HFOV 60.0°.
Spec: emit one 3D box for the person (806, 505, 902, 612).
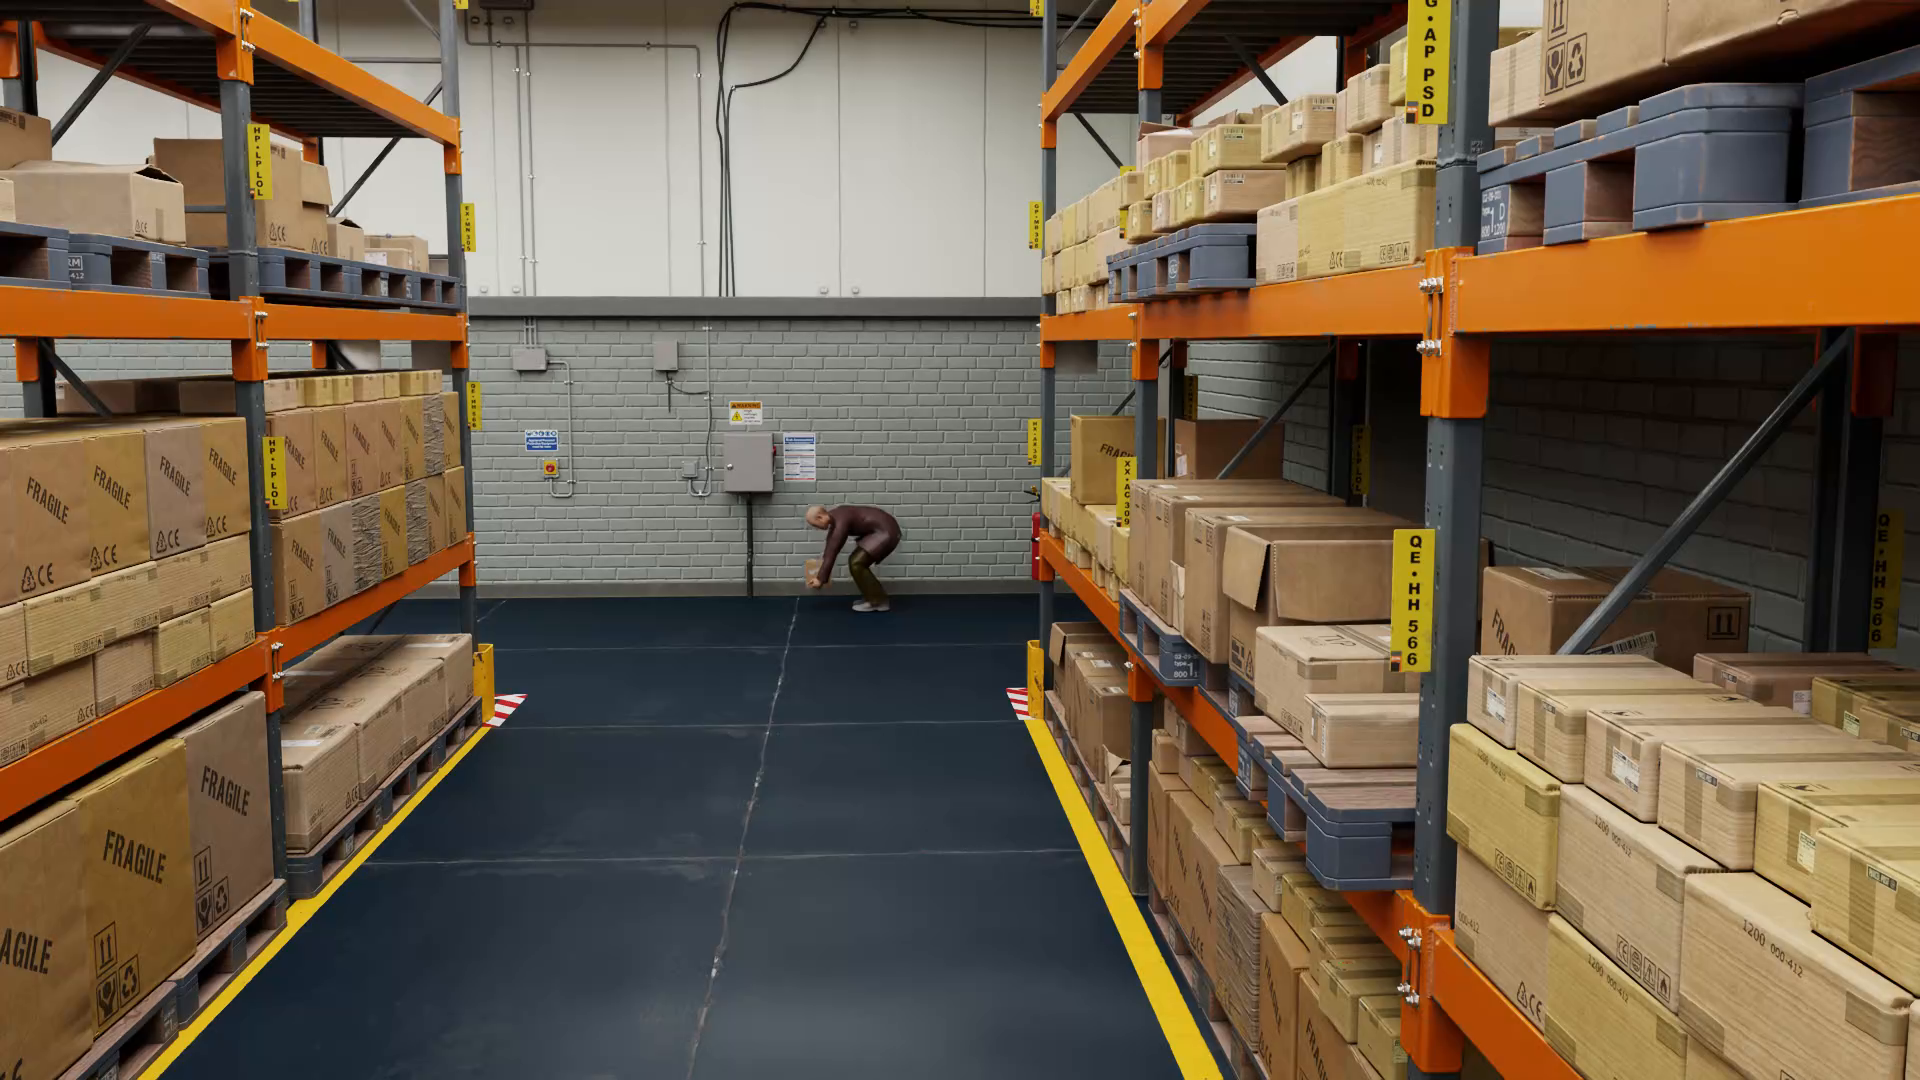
[{"bbox_3d":[-1.047,0.177,16.453,0.943,1.039,0.593,-1,7,-6],"label":"person"}]
